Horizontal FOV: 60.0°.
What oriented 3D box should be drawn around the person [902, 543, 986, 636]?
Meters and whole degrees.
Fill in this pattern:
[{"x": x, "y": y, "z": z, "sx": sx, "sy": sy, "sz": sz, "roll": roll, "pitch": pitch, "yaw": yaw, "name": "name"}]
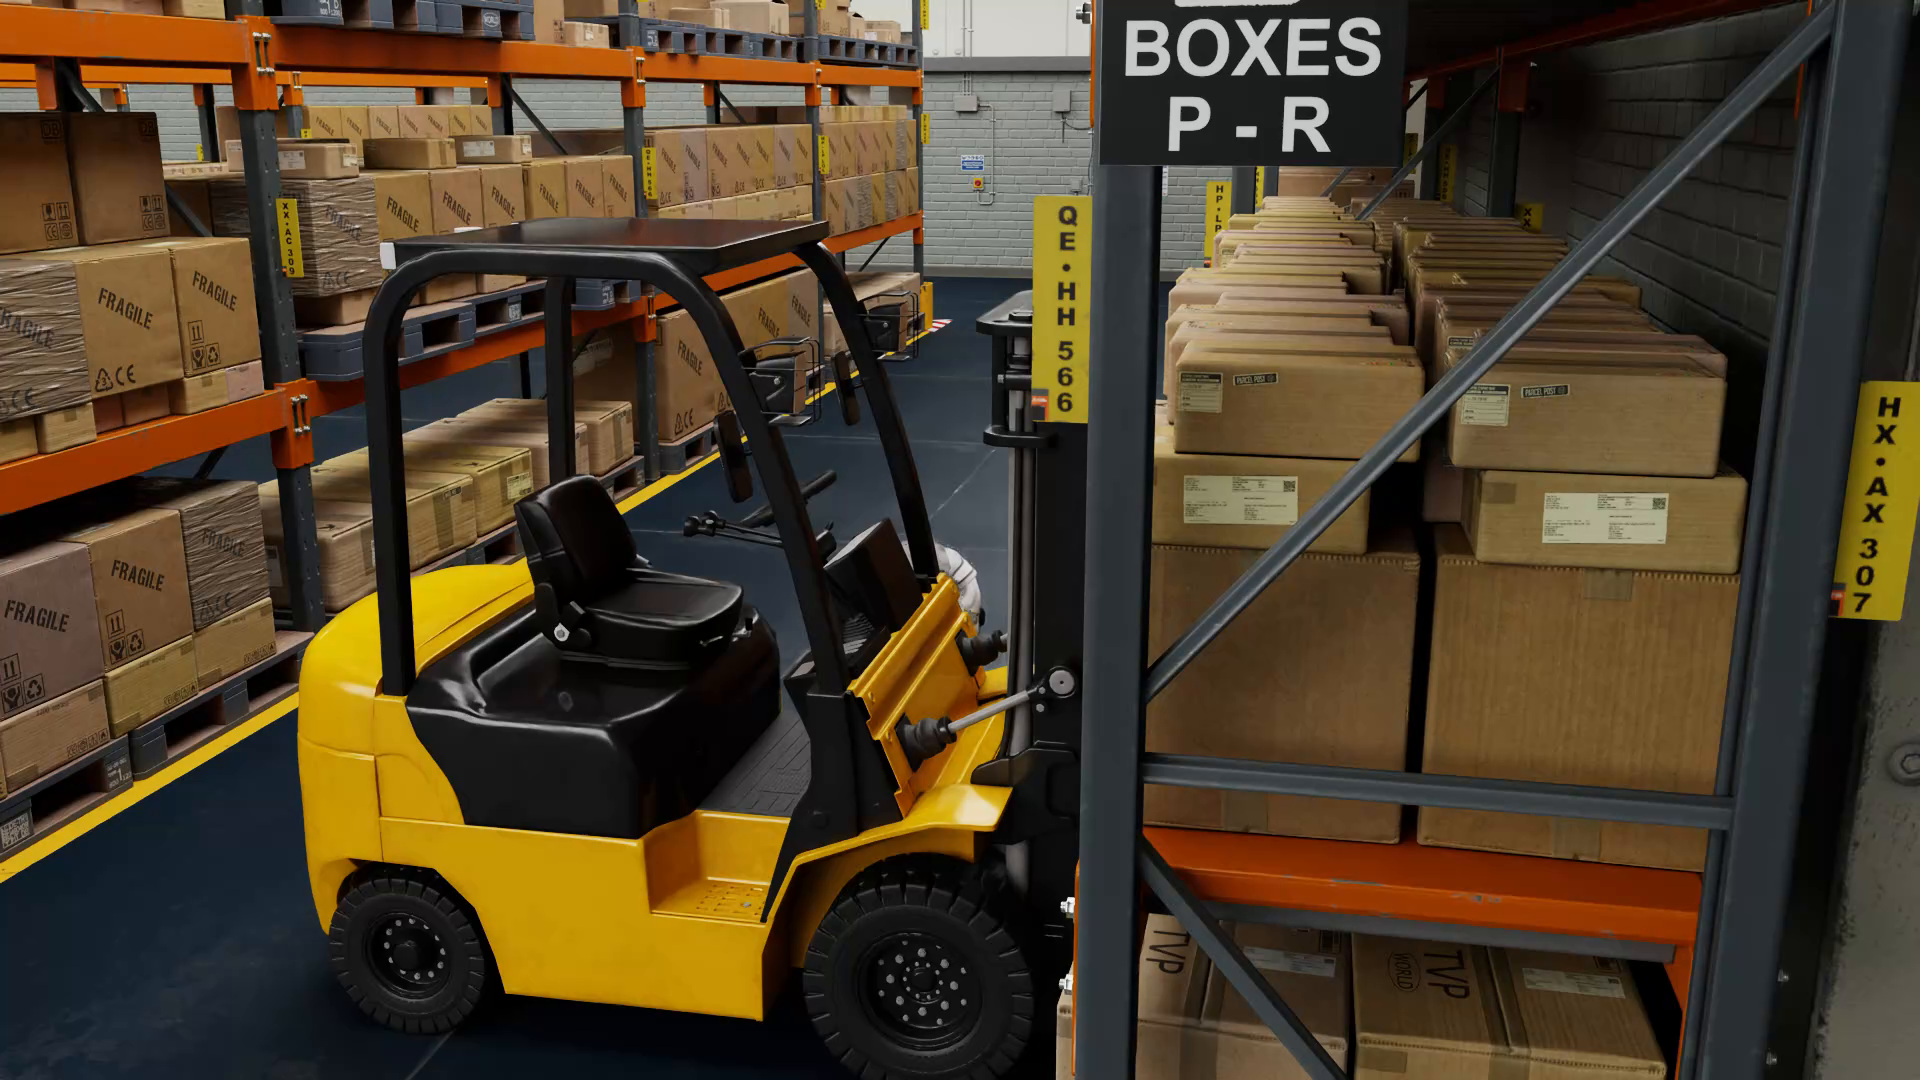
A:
[{"x": -0.137, "y": 0.374, "z": 6.633, "sx": 0.475, "sy": 0.888, "sz": 0.865, "roll": 3, "pitch": 15, "yaw": 11, "name": "person"}]
